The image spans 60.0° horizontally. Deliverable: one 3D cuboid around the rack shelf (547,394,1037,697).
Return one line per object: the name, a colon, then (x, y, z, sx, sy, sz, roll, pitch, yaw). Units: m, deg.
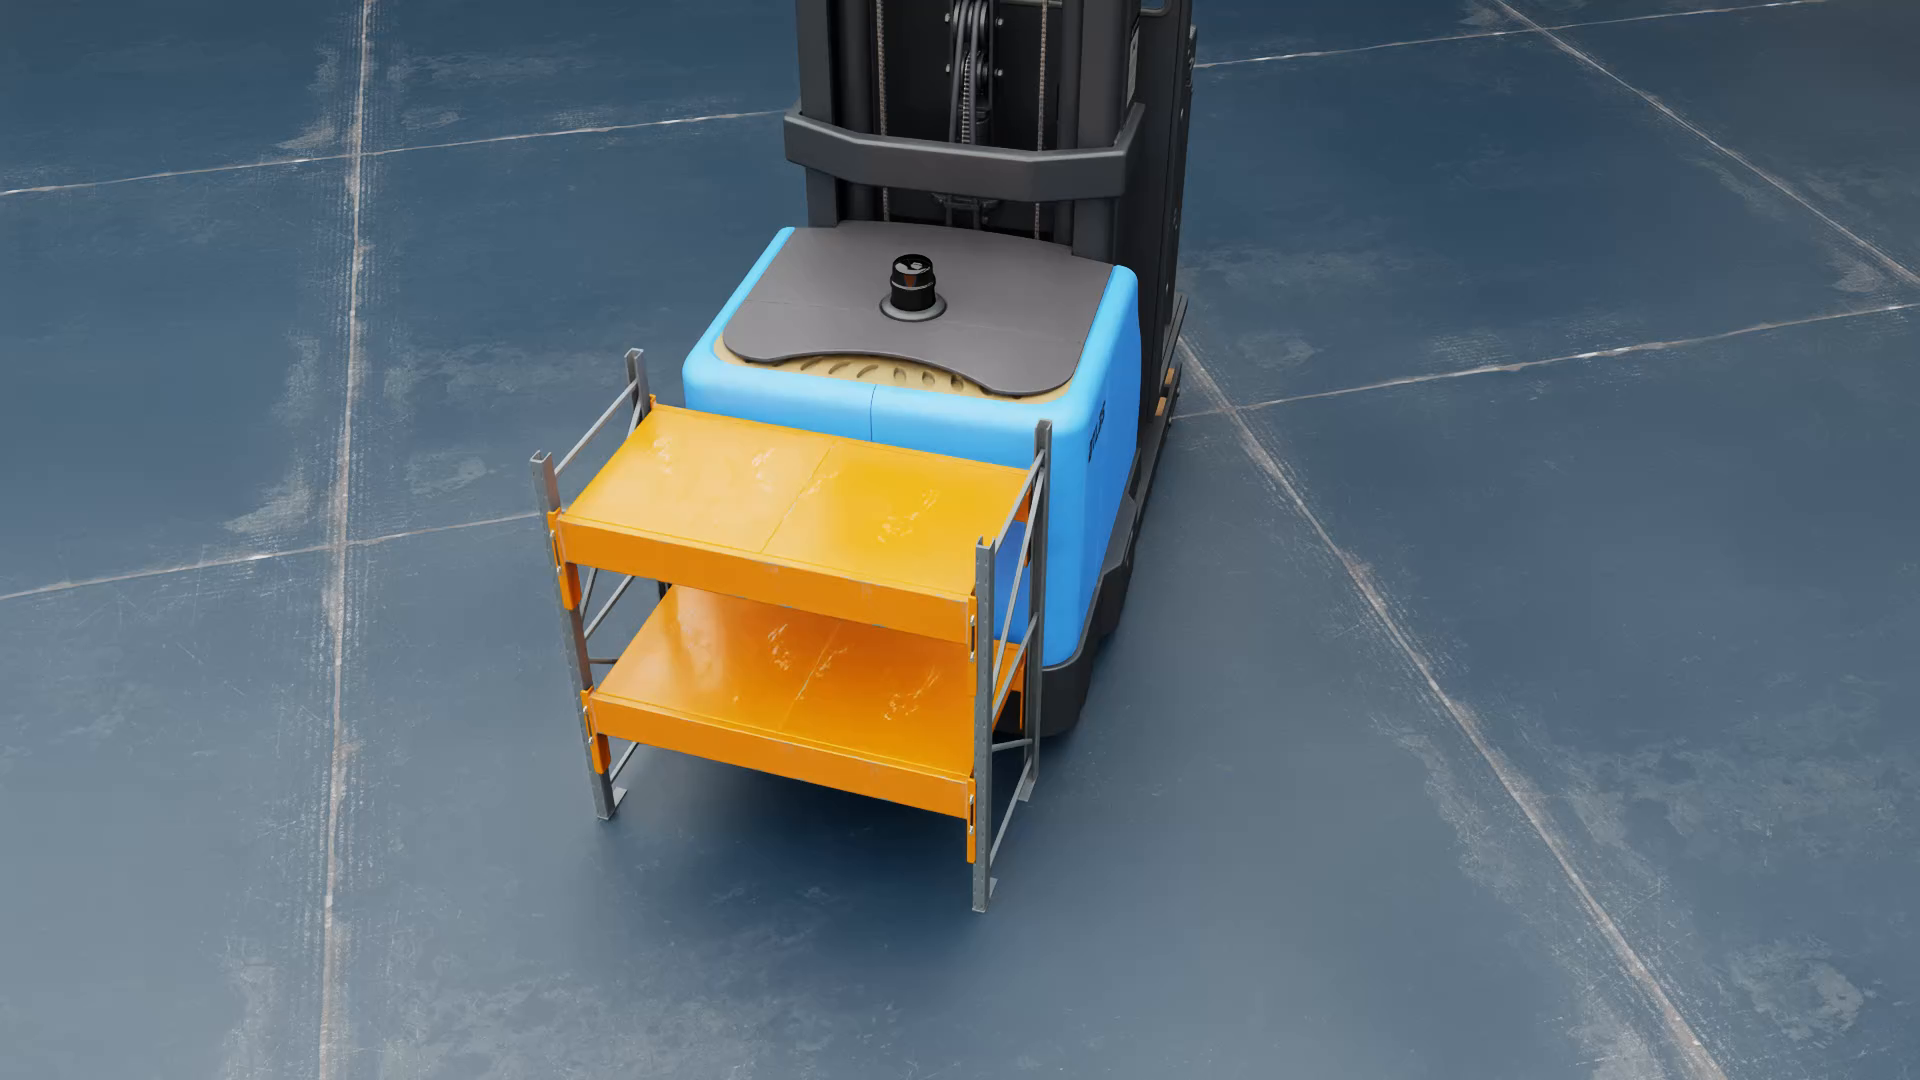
rack shelf: (-0.365, -0.008, 3.853, 1.000, 0.278, 0.538, 11, 39, 14)

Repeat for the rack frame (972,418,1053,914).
rack frame: (0.120, 0.318, 3.909, 0.032, 1.125, 0.500, 11, 39, 14)

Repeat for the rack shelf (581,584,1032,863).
rack shelf: (-0.365, 0.419, 4.179, 1.000, 0.278, 0.538, 11, 39, 14)

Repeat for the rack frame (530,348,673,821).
rack frame: (-0.849, 0.132, 4.152, 0.032, 1.125, 0.500, 11, 39, 14)

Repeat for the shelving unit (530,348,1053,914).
shelving unit: (-0.365, 0.225, 4.030, 1.048, 1.125, 0.538, 11, 39, 14)

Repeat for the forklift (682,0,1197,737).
forklift: (0.153, -1.536, 4.845, 1.130, 2.935, 3.031, 9, 38, 11)
